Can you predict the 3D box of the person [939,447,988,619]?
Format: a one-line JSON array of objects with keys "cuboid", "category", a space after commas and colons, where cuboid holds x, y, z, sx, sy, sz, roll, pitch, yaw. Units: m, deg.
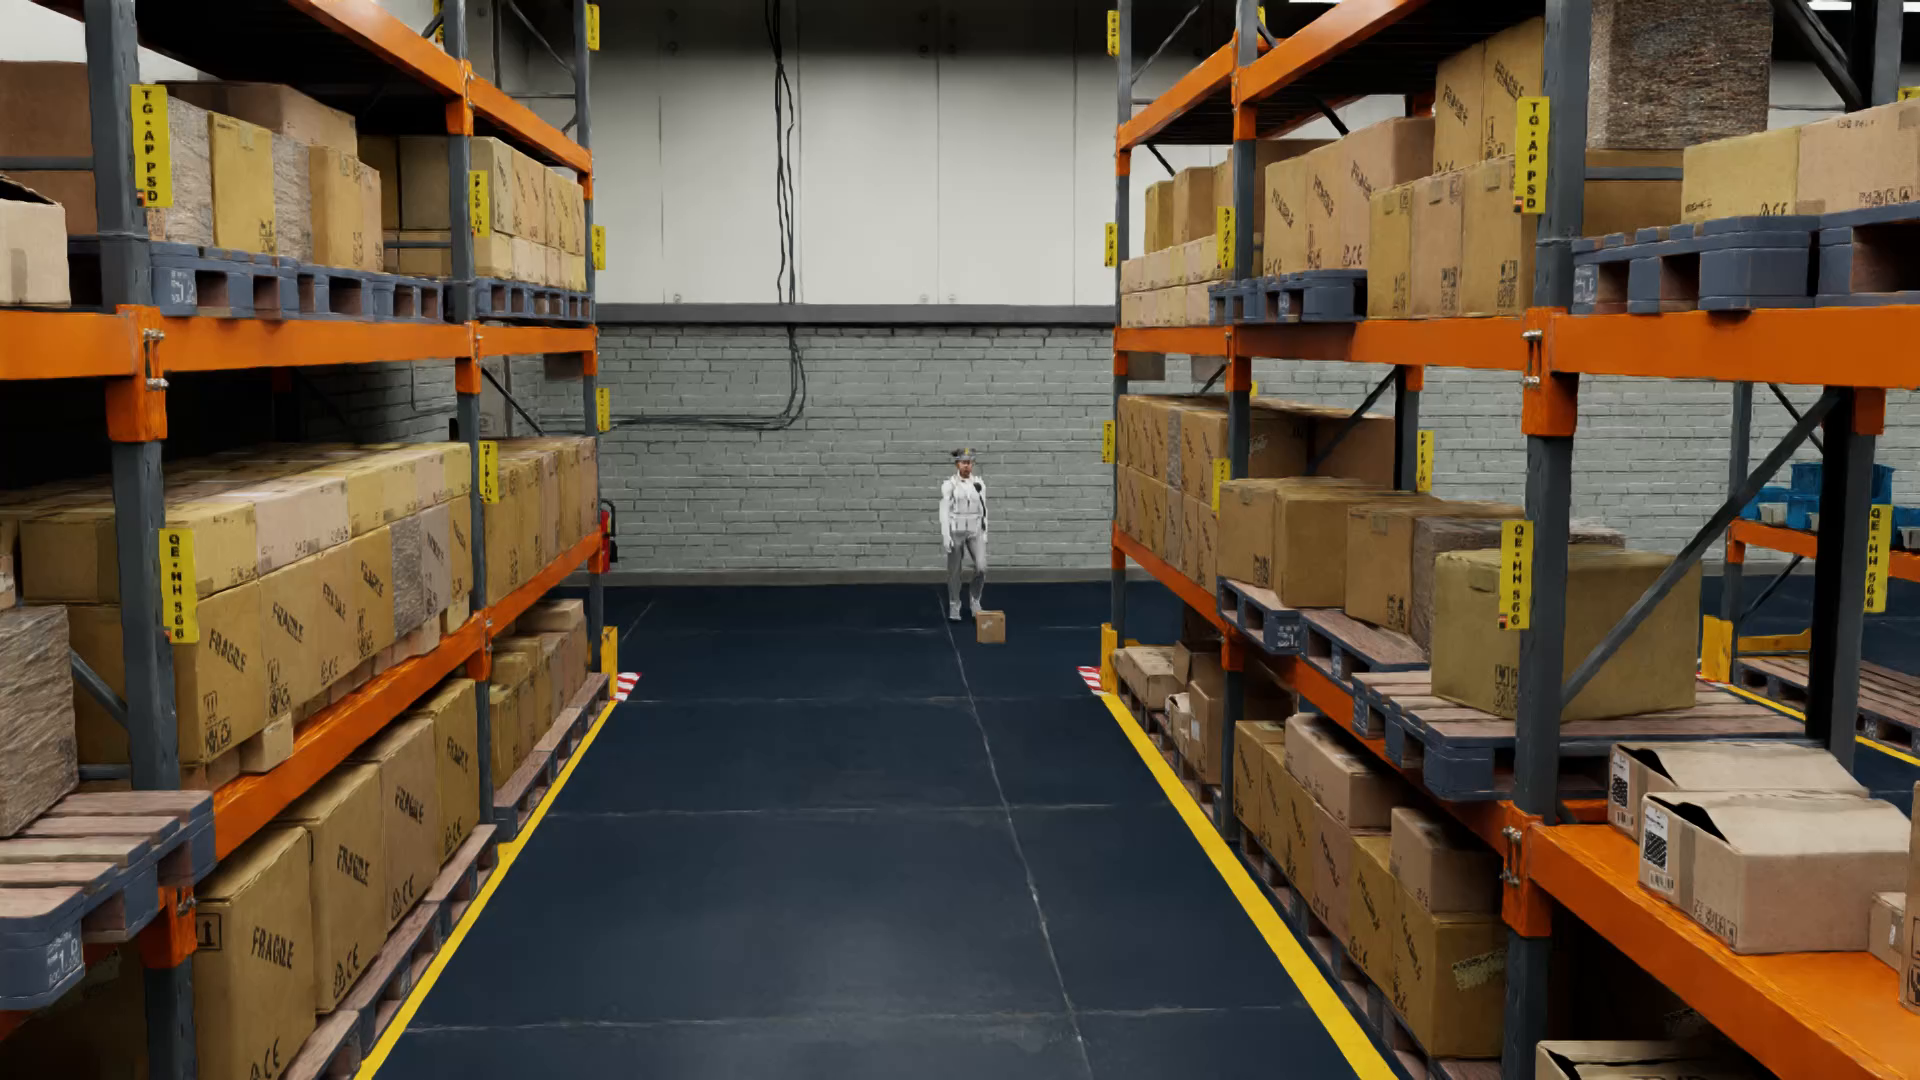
[{"cuboid": [0.045, -0.063, 16.052, 0.509, 1.680, 0.467, -2, 7, -12], "category": "person"}]
